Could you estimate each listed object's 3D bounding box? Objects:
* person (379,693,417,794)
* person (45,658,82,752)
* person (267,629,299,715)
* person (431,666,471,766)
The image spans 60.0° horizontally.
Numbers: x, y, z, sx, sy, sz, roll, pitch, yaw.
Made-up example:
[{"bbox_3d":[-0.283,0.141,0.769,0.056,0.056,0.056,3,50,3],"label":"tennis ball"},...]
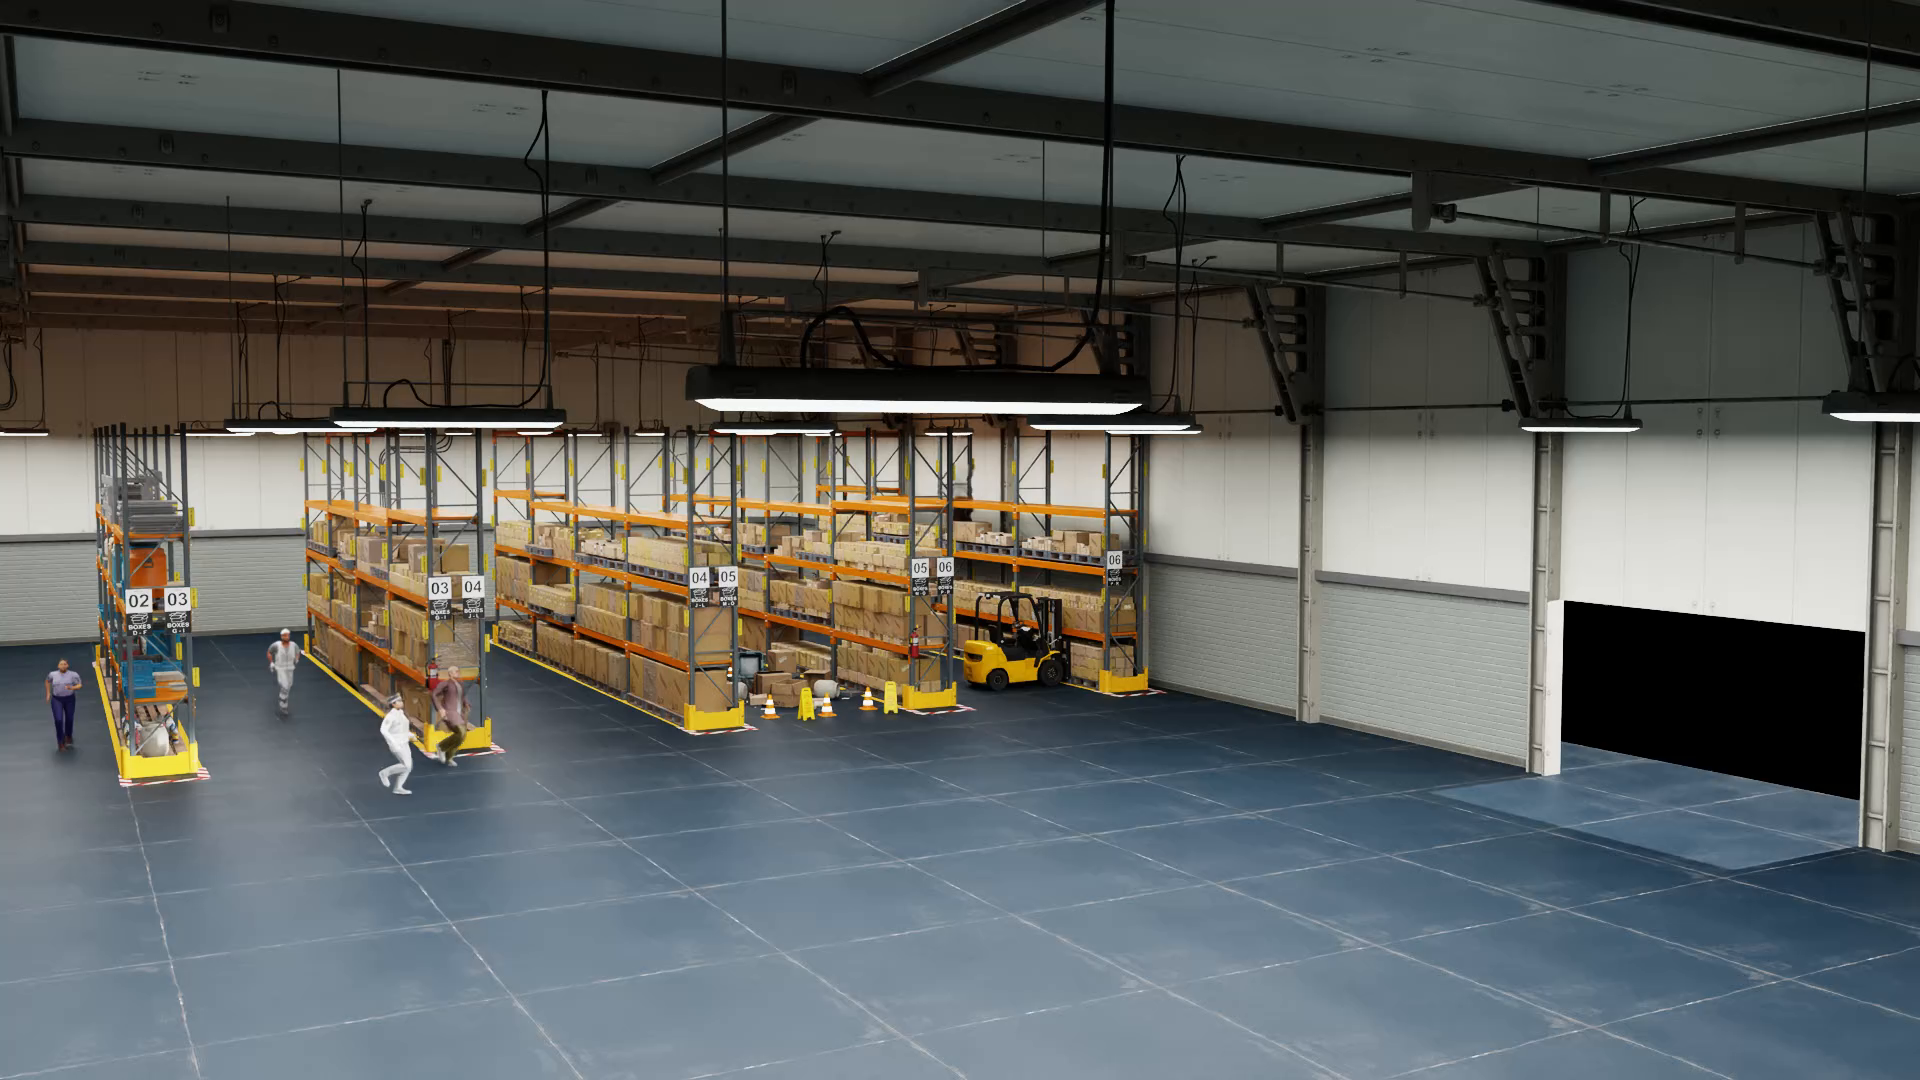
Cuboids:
[{"bbox_3d":[-9.066,3.280,26.833,0.524,1.649,0.631,0,3,4],"label":"person"},{"bbox_3d":[-16.582,3.026,30.788,0.580,1.694,0.826,-2,4,-32],"label":"person"},{"bbox_3d":[-14.075,2.744,34.701,0.565,1.809,0.838,-3,5,-45],"label":"person"},{"bbox_3d":[-8.906,3.101,29.311,0.559,1.744,0.722,1,4,14],"label":"person"}]
